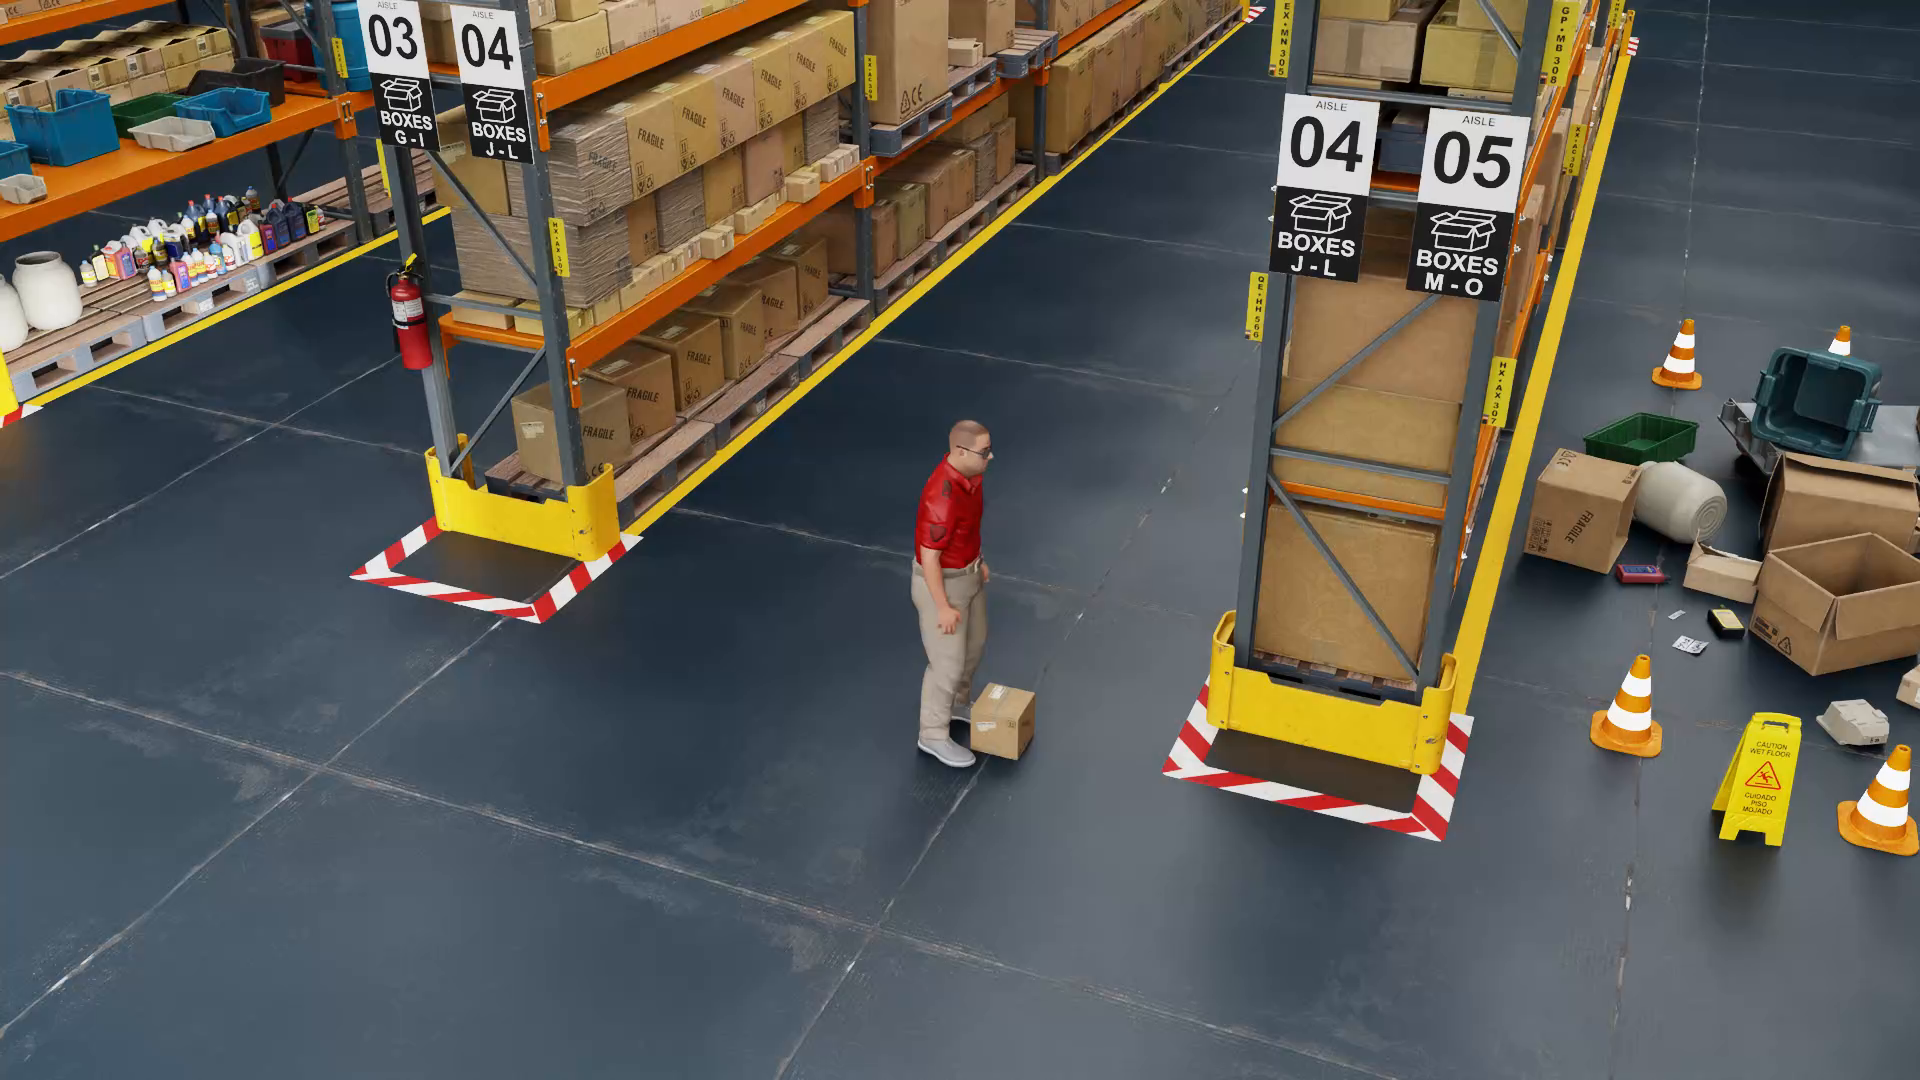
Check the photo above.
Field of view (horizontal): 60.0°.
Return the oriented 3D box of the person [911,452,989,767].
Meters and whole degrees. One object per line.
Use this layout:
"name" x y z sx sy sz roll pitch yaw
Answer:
"person" -0.022 0.293 8.071 0.385 1.552 0.593 10 31 17
